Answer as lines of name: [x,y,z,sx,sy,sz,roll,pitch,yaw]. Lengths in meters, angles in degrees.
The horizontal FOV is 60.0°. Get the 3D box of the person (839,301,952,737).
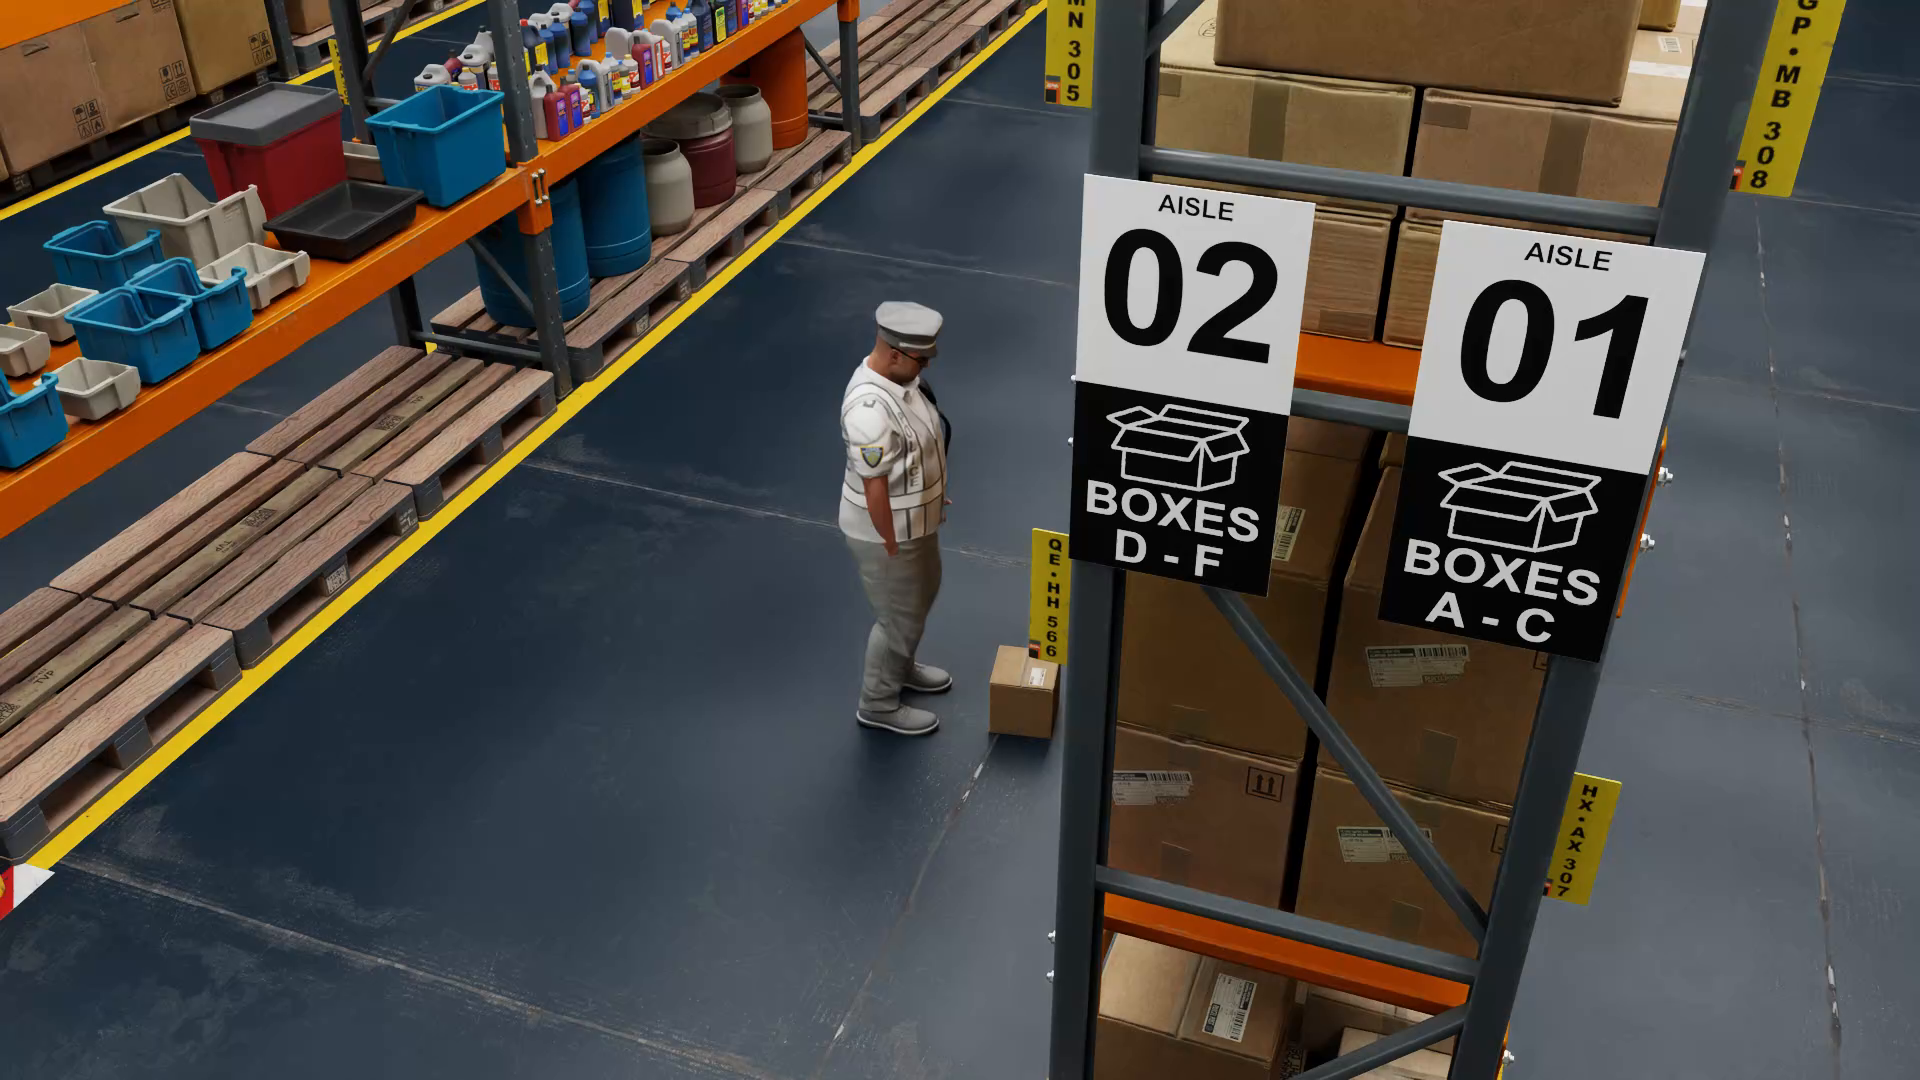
person: [-0.243,-0.083,6.285,0.388,1.734,0.535,6,34,9]
